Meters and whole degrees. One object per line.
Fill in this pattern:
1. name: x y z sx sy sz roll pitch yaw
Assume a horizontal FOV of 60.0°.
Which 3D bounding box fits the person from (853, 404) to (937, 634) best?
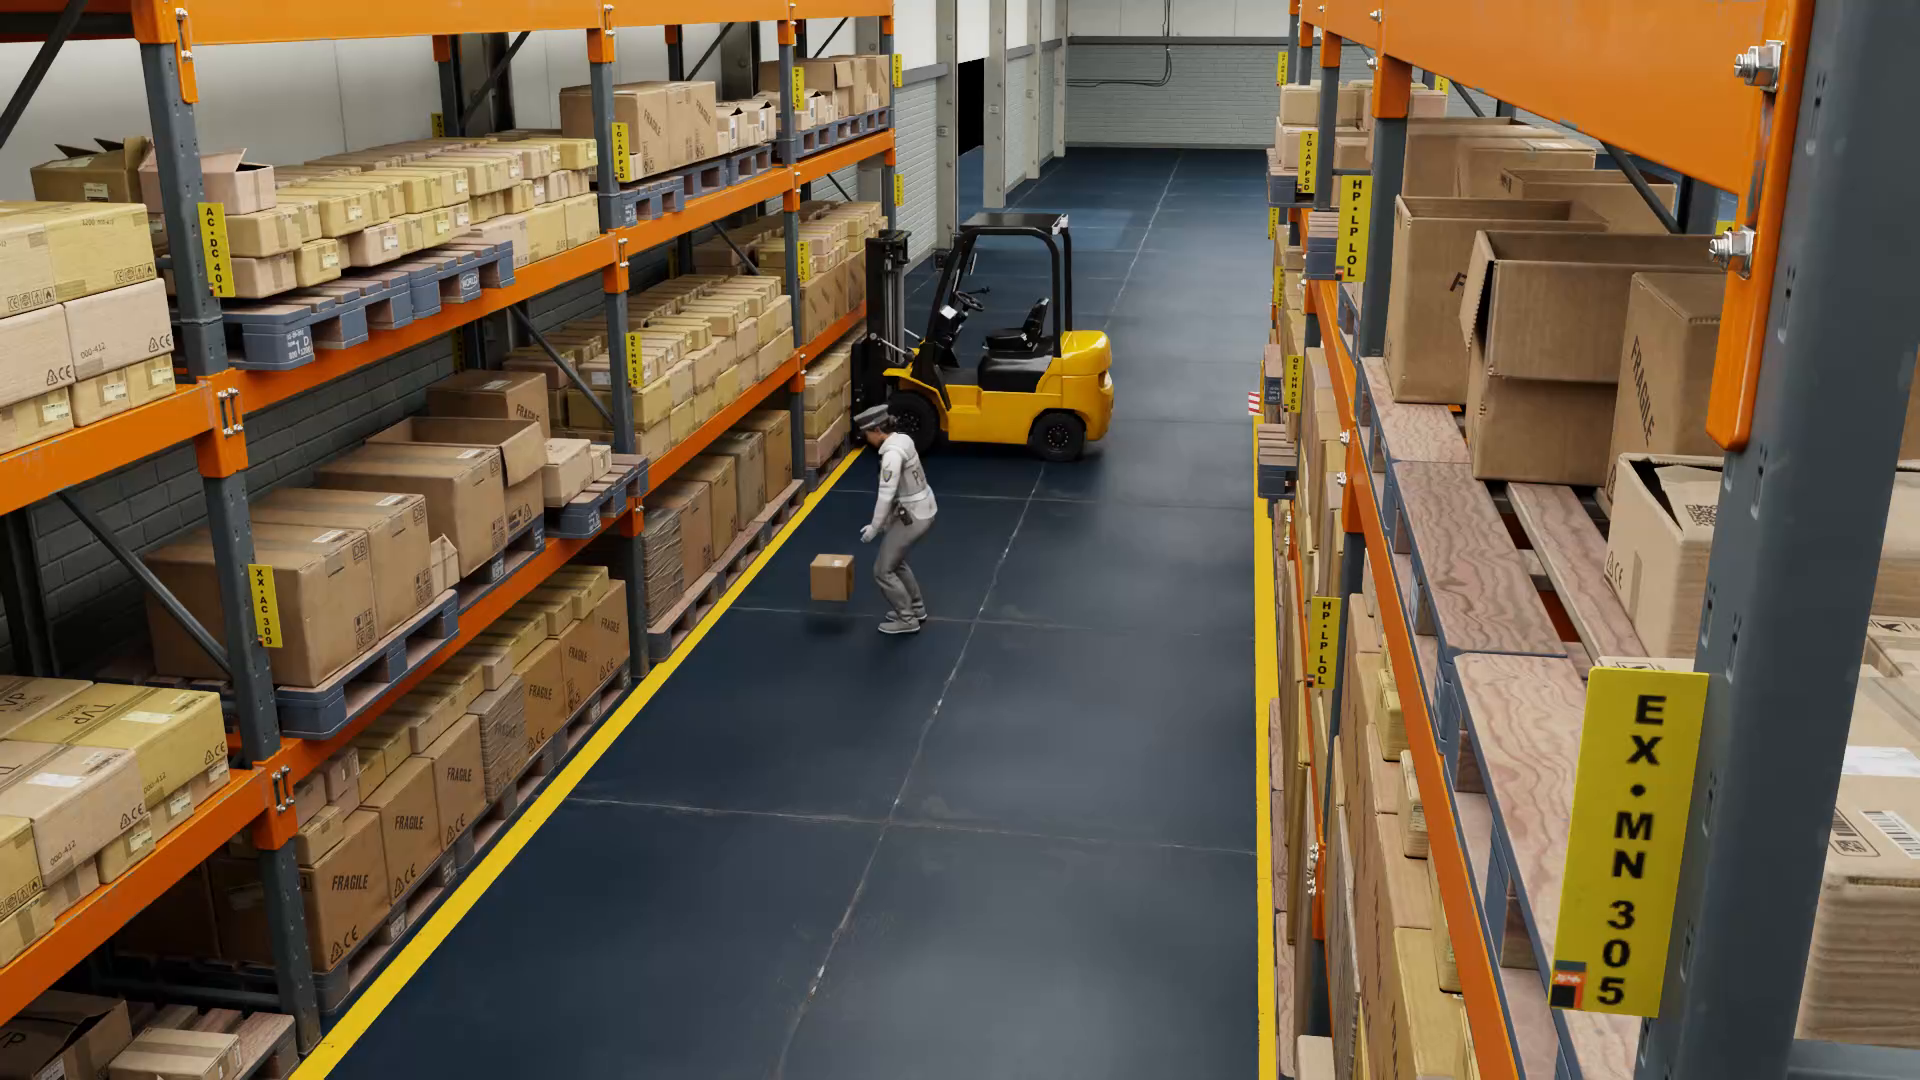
1. person: -0.436 -0.133 11.171 0.548 1.548 0.520 3 18 10
